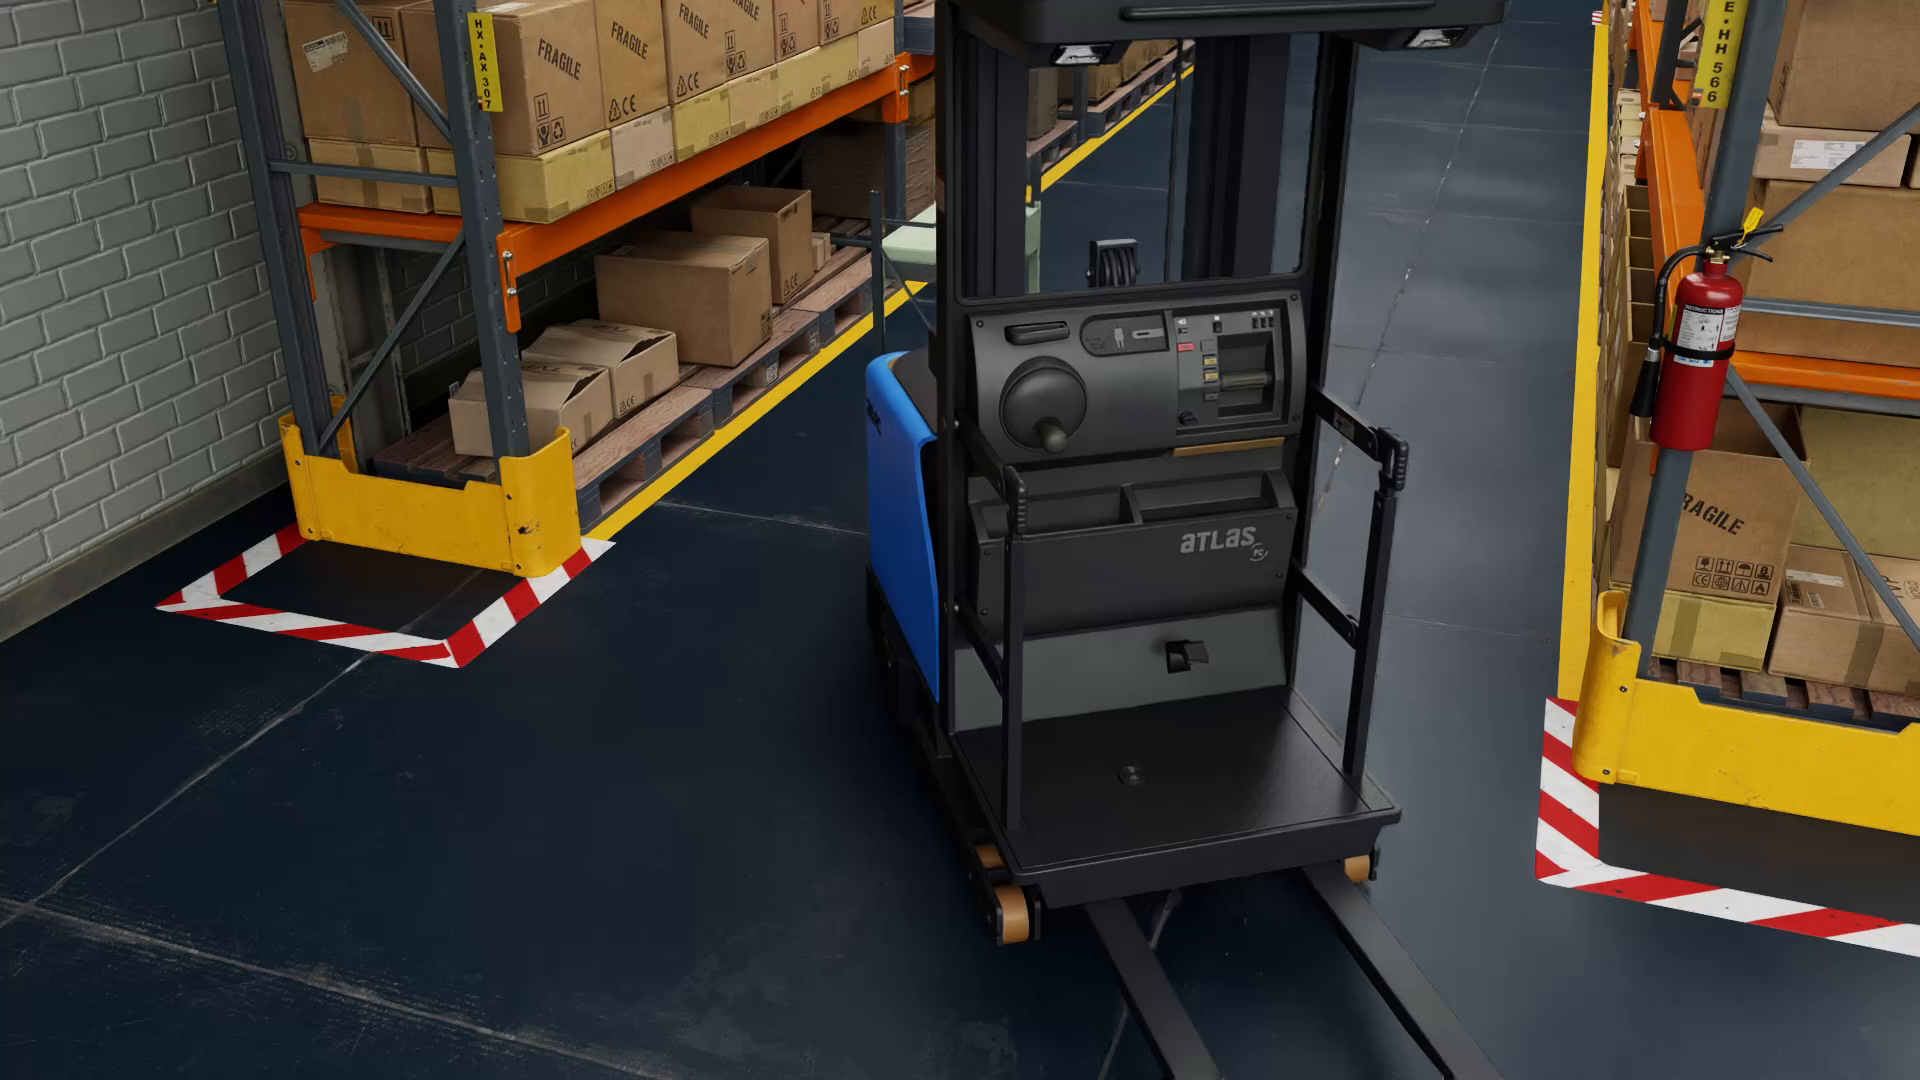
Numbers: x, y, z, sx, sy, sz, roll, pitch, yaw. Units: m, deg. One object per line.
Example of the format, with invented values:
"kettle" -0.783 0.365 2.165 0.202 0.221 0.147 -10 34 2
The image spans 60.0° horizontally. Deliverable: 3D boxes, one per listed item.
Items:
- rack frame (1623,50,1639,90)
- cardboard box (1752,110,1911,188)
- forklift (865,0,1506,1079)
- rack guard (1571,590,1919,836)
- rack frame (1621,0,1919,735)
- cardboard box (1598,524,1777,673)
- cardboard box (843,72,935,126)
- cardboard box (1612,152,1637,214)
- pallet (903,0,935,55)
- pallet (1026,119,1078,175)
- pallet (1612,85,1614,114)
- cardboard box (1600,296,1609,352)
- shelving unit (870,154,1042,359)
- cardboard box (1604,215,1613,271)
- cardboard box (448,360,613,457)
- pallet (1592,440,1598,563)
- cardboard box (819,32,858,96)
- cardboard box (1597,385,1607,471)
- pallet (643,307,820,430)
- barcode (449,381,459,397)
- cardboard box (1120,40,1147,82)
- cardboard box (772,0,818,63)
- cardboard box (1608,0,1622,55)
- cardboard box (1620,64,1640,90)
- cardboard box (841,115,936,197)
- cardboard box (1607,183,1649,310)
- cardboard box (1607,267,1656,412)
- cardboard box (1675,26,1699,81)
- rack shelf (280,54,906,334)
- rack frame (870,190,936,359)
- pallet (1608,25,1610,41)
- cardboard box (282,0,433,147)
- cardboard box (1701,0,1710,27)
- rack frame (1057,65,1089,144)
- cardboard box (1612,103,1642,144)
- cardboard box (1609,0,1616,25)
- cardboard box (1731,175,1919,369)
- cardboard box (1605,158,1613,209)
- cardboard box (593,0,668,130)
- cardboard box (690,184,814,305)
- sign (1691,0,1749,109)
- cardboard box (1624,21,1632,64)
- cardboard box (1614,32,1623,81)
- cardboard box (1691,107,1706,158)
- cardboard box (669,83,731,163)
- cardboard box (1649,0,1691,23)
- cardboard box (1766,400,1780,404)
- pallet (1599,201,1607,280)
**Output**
"rack frame" 5.197 -3.891 11.344 1.000 3.000 0.127 9 27 17
"cardboard box" 2.482 -1.125 4.772 0.380 0.149 0.250 8 27 17
"forklift" 0.541 -0.414 4.241 1.130 2.935 3.031 -7 27 -13
"rack guard" 2.527 0.532 5.078 1.175 0.500 0.348 9 27 17
"rack frame" 2.535 -0.603 4.554 1.000 3.000 0.127 9 27 17
"cardboard box" 2.435 0.182 5.605 0.500 0.250 0.500 9 27 17
"cardboard box" -0.434 -2.861 10.719 0.500 0.250 0.500 8 27 16
"cardboard box" 4.066 -2.078 9.630 0.500 0.311 0.500 9 27 17
"pallet" -0.415 -3.170 10.076 1.003 0.211 1.213 9 27 17
"pallet" 0.263 -3.032 12.769 1.003 0.211 1.213 9 27 17
"pallet" 6.293 -3.940 14.645 1.003 0.211 1.213 9 27 17
"cardboard box" 3.426 -1.052 8.154 0.500 0.250 0.500 9 27 17
"shelving unit" -0.002 -0.672 6.417 0.431 1.500 0.755 9 27 17
"cardboard box" 3.901 -1.618 9.324 0.500 0.250 0.500 8 27 17
"cardboard box" -1.823 -0.579 7.085 0.500 0.311 0.500 6 26 12
"pallet" 3.158 -0.168 6.855 1.003 0.211 1.213 9 27 17
"cardboard box" -0.852 -2.463 8.544 0.500 0.250 0.500 9 27 18
"cardboard box" 2.923 -0.436 6.882 0.500 0.250 0.500 9 27 17
"pallet" -1.401 -0.925 8.417 1.003 0.211 1.213 9 27 17
"barcode" -2.194 -0.649 7.218 0.001 0.075 0.075 9 27 17
"cardboard box" 1.190 -4.471 14.528 0.750 0.750 0.750 9 27 17
"cardboard box" -1.011 -2.592 7.951 0.500 0.500 0.500 8 27 16
"cardboard box" 6.450 -4.883 15.756 0.500 0.500 0.500 9 27 17
"cardboard box" 5.287 -3.382 12.657 0.500 0.500 0.500 10 28 19
"cardboard box" -0.453 -2.561 10.961 0.700 0.500 0.500 8 27 16
"cardboard box" 3.416 -1.391 7.993 0.500 0.500 0.500 9 27 17
"cardboard box" 2.919 -0.774 6.719 0.500 0.500 0.500 9 27 17
"cardboard box" 3.985 -2.574 8.779 0.396 0.266 0.258 8 27 16
"rack shelf" -1.472 -1.818 7.889 1.077 0.370 4.000 9 27 17
"rack frame" -0.124 -0.522 6.107 0.400 1.500 0.023 9 27 17
"pallet" 7.570 -5.564 18.000 1.003 0.211 1.213 9 27 17
"cardboard box" -2.181 -1.824 6.363 0.500 0.500 0.500 8 27 17
"cardboard box" 3.426 -2.292 7.183 0.380 0.149 0.250 8 27 16
"rack frame" 0.524 -4.608 12.824 1.000 3.000 0.127 9 27 17
"cardboard box" 4.579 -2.705 10.924 0.500 0.311 0.500 8 27 16
"cardboard box" 7.078 -5.546 17.412 0.500 0.250 0.500 9 27 17
"cardboard box" 2.702 -0.838 4.924 0.700 0.500 0.500 9 27 17
"cardboard box" 4.412 -2.248 10.625 0.500 0.250 0.500 8 27 16
"cardboard box" -1.522 -1.953 6.631 0.500 0.500 0.500 9 27 18
"cardboard box" -1.114 -1.604 8.985 0.500 0.500 0.500 7 27 14
"sign" 2.028 -1.315 4.424 0.100 0.325 0.005 9 27 17
"cardboard box" 5.302 -3.743 12.542 0.500 0.250 0.500 10 28 19
"cardboard box" 5.797 -4.019 13.972 0.500 0.500 0.500 9 27 18
"cardboard box" 3.555 -1.891 7.099 0.700 0.500 0.500 8 27 17
"cardboard box" -1.341 -1.840 7.257 0.500 0.250 0.500 8 27 17
"cardboard box" 4.717 -3.511 10.662 0.500 0.311 0.500 8 27 17
"cardboard box" 3.242 -0.493 6.140 0.500 0.500 0.500 9 27 17
"pallet" 4.479 -1.803 10.232 1.003 0.211 1.213 9 27 17
